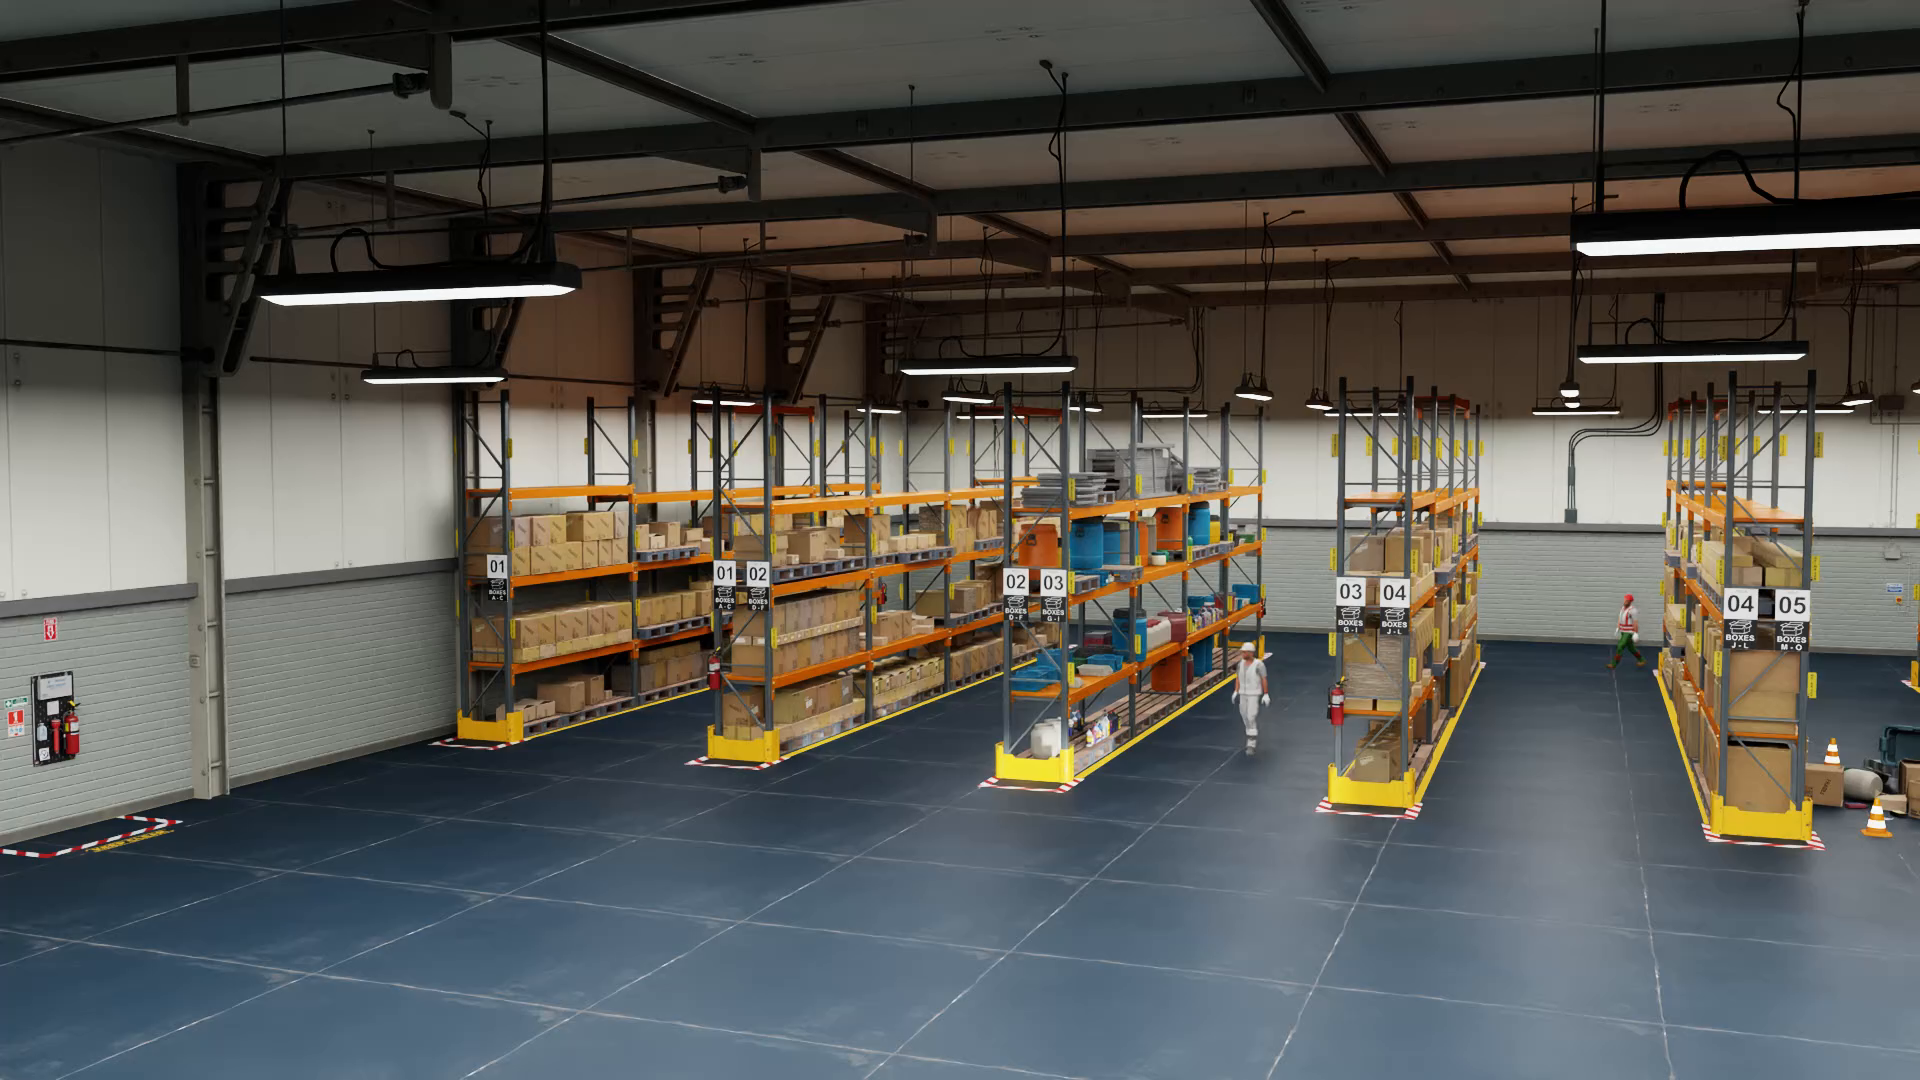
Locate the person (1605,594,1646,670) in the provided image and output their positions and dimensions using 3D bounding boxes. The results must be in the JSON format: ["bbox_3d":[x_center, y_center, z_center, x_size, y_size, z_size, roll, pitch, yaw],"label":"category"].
[{"bbox_3d":[15.109,2.078,37.534,1.093,1.732,0.542,-1,3,-13],"label":"person"}]

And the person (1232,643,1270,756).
[{"bbox_3d":[4.733,2.599,27.441,0.639,1.791,0.623,-3,4,-40],"label":"person"}]
